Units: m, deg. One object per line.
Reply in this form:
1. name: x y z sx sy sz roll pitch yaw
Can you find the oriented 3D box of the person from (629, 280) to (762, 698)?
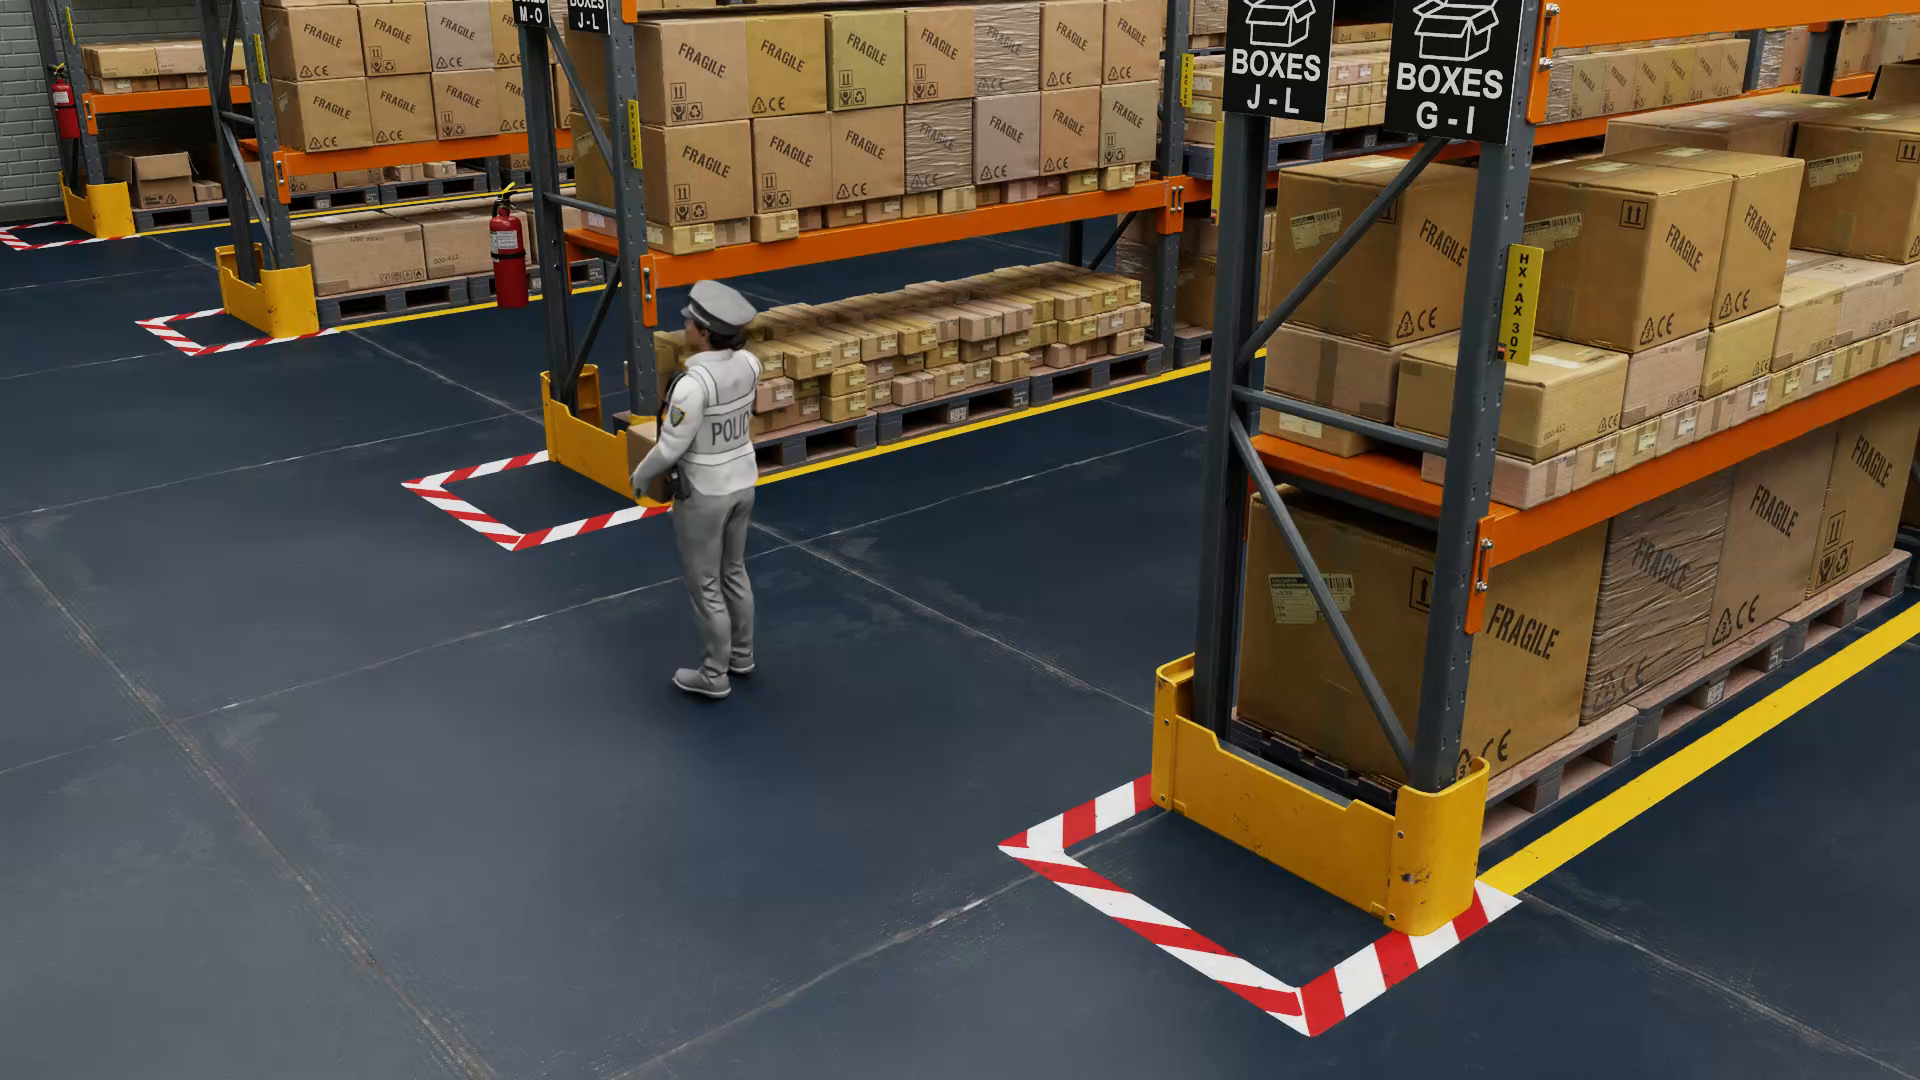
1. person: -1.005 -0.197 6.539 0.535 1.701 0.520 11 24 27
